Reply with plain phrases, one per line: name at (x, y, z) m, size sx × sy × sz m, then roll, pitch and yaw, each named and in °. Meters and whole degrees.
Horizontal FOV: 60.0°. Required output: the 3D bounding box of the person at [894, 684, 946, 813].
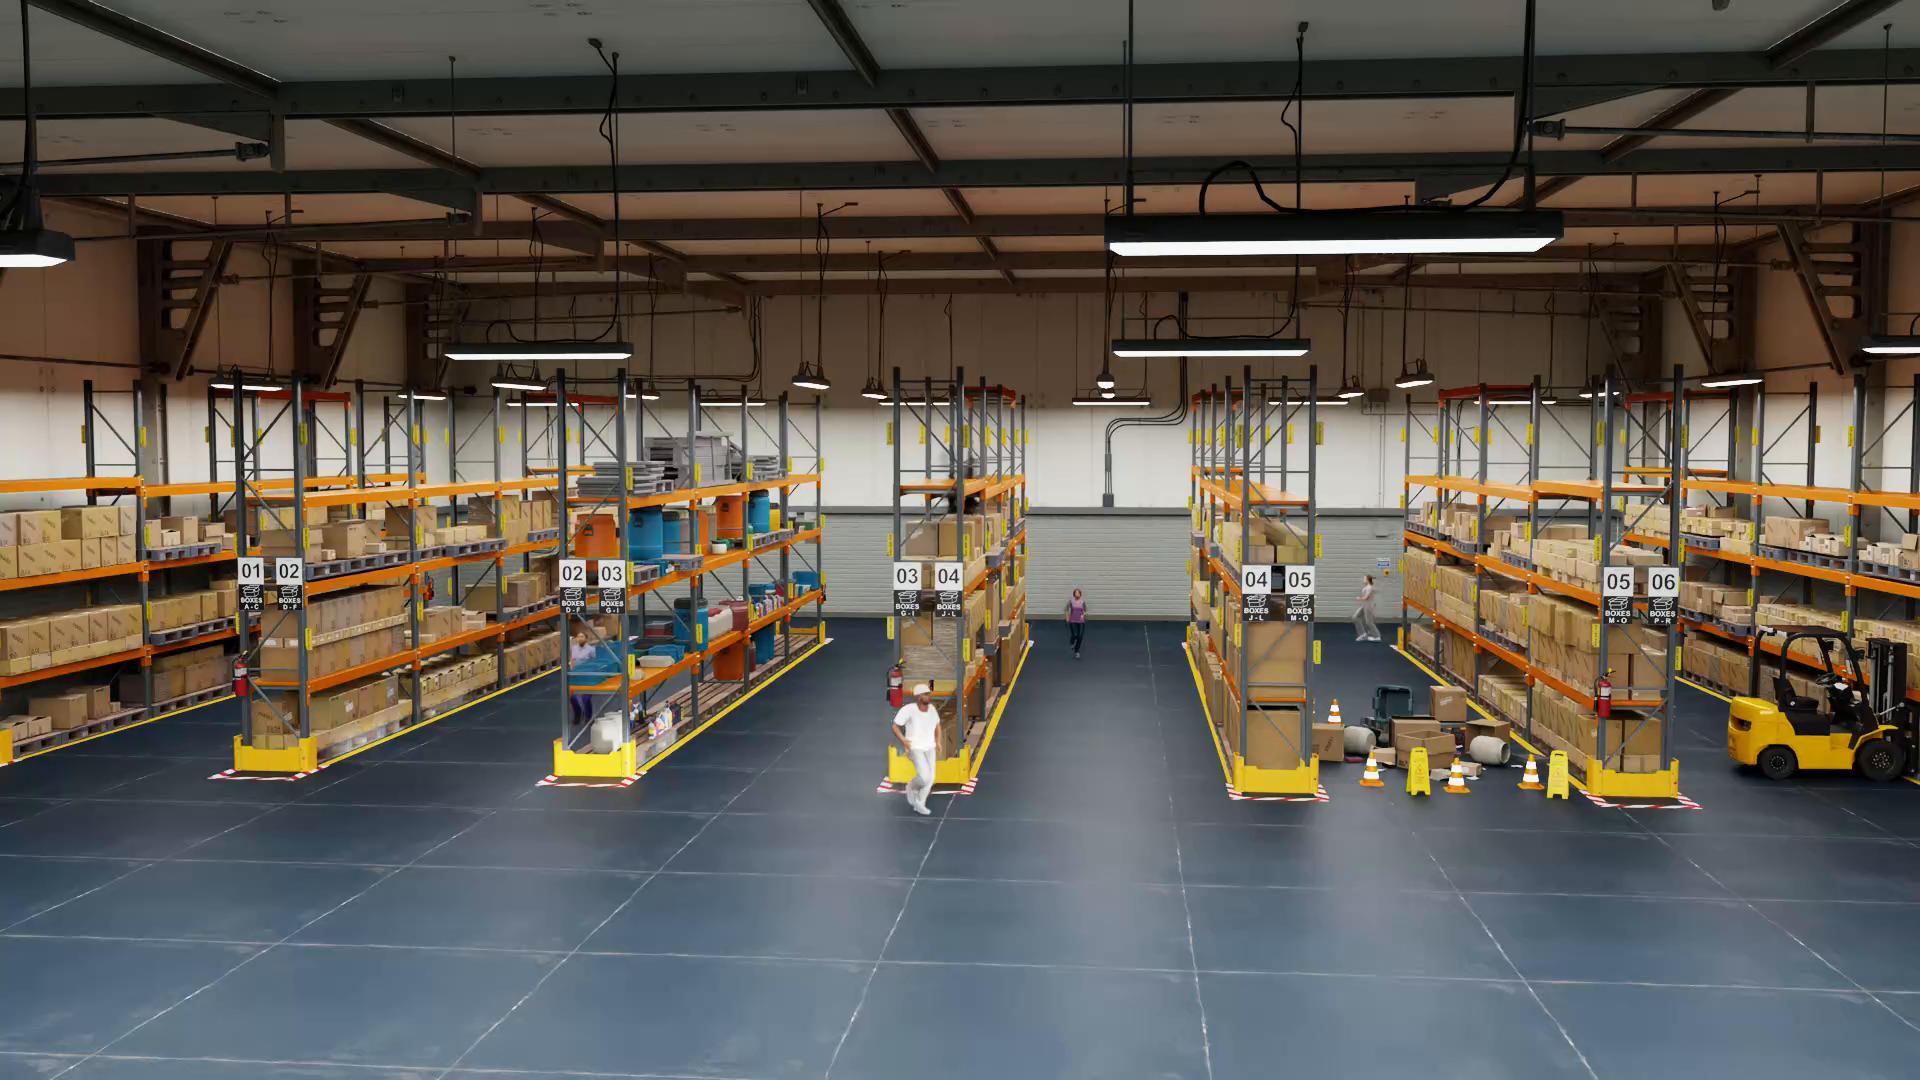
person at (-0.450, 2.772, 22.041) m, size 0.729 × 1.727 × 0.520 m, roll -3°, pitch 4°, yaw -37°

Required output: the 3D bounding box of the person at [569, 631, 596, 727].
person at (-6.521, 2.410, 28.765) m, size 0.656 × 1.682 × 0.631 m, roll 1°, pitch 4°, yaw 12°

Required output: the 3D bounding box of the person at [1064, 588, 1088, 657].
person at (2.644, 1.877, 37.680) m, size 0.527 × 1.564 × 0.565 m, roll 0°, pitch 4°, yaw -5°

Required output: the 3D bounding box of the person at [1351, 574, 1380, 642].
person at (9.885, 1.664, 40.414) m, size 0.696 × 1.694 × 0.556 m, roll 0°, pitch 4°, yaw 1°
